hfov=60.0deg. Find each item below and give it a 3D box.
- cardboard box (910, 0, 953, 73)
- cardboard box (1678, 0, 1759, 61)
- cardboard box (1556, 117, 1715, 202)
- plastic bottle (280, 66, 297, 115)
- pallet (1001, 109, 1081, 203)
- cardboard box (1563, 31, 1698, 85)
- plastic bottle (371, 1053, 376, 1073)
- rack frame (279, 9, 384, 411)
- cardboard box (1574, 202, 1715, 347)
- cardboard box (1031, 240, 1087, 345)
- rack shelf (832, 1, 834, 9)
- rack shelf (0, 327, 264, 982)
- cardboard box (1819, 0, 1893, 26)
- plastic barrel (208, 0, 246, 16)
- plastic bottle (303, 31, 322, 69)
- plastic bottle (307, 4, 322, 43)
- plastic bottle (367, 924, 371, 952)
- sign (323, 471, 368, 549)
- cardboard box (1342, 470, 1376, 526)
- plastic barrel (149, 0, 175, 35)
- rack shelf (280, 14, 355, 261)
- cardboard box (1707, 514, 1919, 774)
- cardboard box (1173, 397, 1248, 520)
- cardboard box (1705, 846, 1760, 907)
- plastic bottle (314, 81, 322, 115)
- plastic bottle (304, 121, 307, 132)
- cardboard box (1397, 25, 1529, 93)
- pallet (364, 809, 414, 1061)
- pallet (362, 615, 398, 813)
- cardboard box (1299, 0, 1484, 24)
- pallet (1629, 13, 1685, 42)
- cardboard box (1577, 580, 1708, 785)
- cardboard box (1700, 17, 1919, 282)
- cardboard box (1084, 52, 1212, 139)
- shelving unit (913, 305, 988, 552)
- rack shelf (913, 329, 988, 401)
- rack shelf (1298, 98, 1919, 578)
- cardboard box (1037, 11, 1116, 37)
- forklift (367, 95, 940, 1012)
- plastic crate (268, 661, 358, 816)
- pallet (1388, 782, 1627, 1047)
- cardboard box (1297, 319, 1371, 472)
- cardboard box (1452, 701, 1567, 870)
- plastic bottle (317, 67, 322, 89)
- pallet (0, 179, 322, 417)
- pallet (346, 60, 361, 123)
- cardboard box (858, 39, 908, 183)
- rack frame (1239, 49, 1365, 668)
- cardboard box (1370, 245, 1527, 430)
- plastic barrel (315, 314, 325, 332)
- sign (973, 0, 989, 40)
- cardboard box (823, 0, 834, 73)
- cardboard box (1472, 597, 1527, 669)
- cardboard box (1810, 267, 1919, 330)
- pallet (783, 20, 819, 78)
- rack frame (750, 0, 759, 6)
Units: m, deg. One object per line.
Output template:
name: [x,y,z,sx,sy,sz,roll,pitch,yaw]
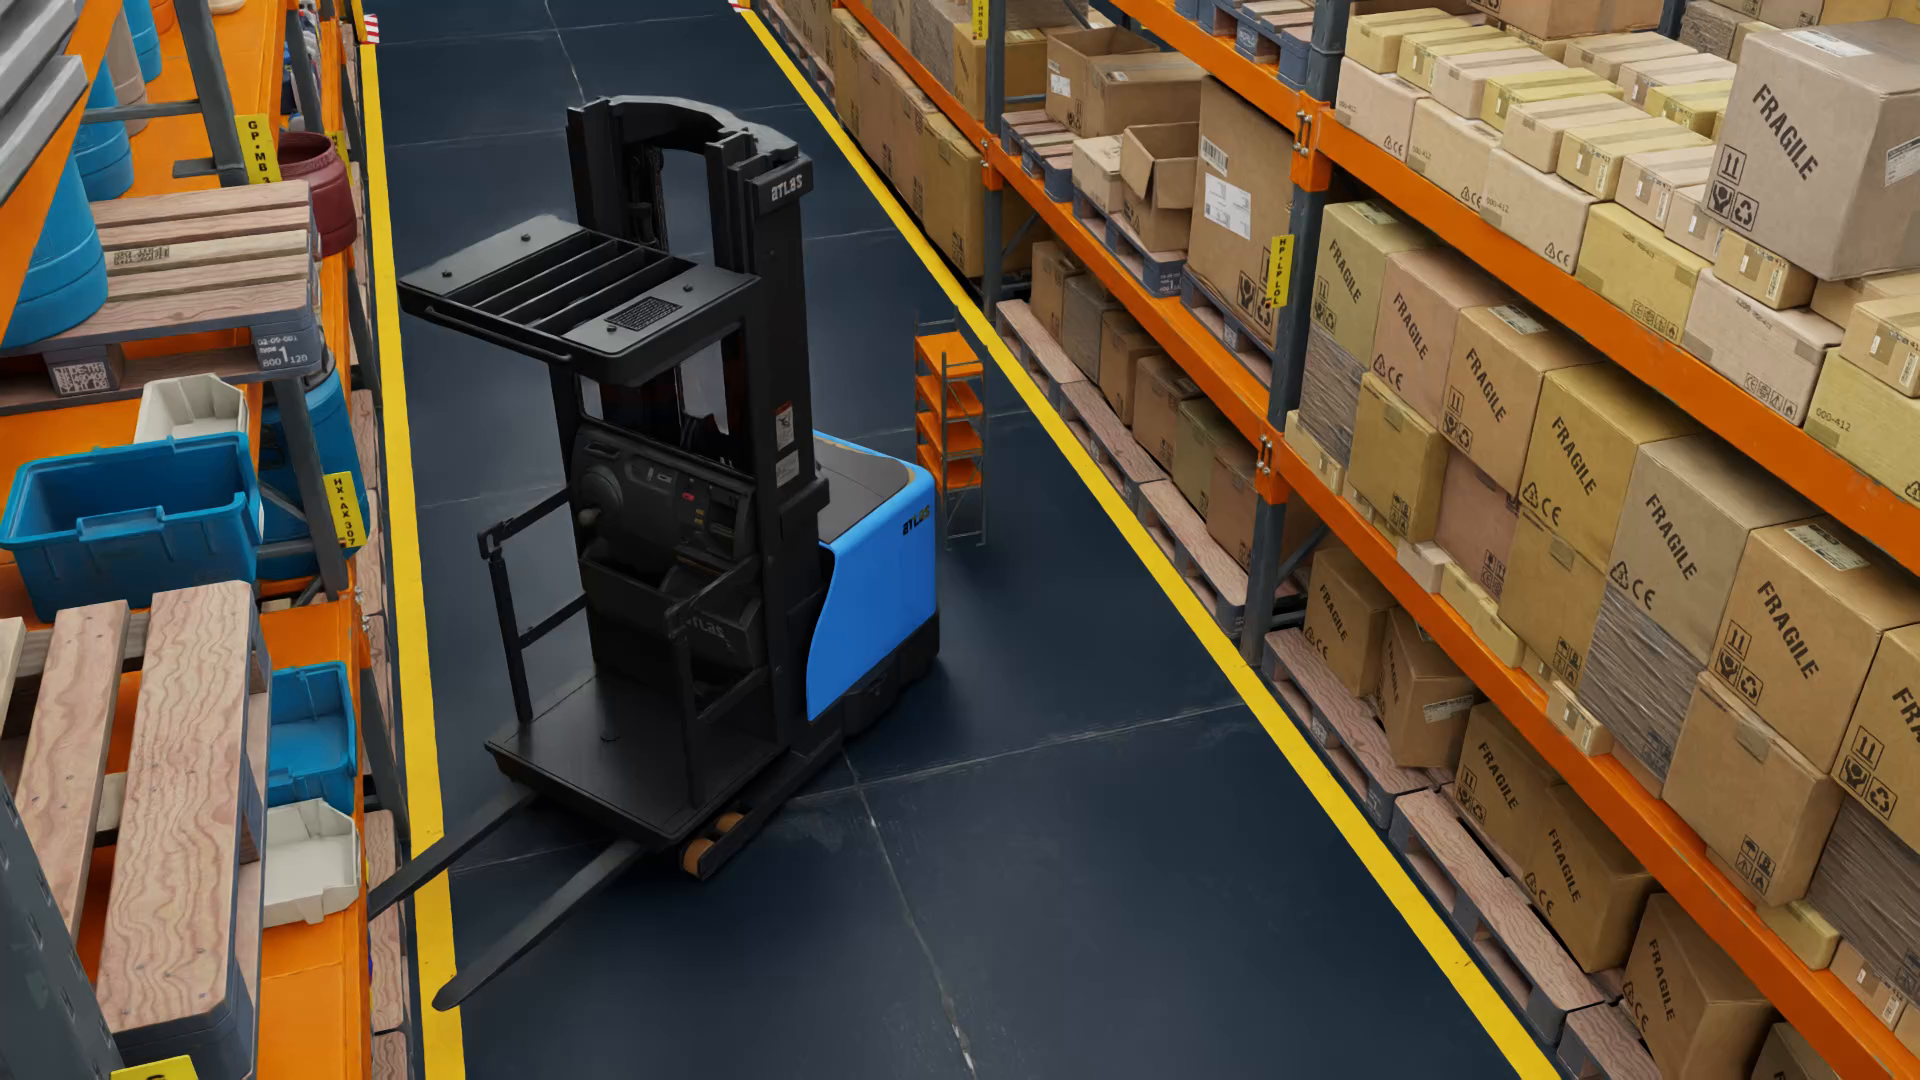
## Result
cardboard box: [-0.041,-3.636,11.761,0.500,0.500,0.500,-11,35,-16]
cardboard box: [5.288,-3.384,11.379,0.500,0.500,0.500,-10,35,-14]
cardboard box: [2.113,-1.196,5.213,0.380,0.149,0.250,-11,35,-16]
plastic bottle: [-4.459,-2.987,10.913,0.144,0.351,0.185,-10,35,-15]
pallet: [0.973,-2.406,10.164,1.213,0.211,1.003,-10,35,-15]
cardboard box: [2.402,-1.702,5.979,0.380,0.149,0.250,-12,35,-17]
plastic bottle: [-2.107,1.778,5.797,0.097,0.201,0.097,0,33,0]
rack frame: [-4.063,-2.009,9.389,1.000,3.000,0.127,-10,35,-15]
cardboard box: [2.243,-0.837,5.030,0.500,0.250,0.500,-11,35,-16]
cardboard box: [0.877,-1.634,10.690,0.700,0.500,0.500,-12,35,-17]
rack shelf: [-1.176,-5.692,15.615,1.077,0.370,4.000,-10,35,-15]
rack shelf: [-2.233,0.190,3.993,1.077,0.370,4.000,-10,35,-15]
cardboard box: [5.850,-3.310,10.361,0.700,0.500,0.500,-11,35,-15]
plastic barrel: [-3.453,-2.575,7.650,0.301,0.262,0.301,0,33,0]
plastic bottle: [-4.590,-3.448,11.680,0.152,0.276,0.135,-10,35,-15]
plastic bottle: [-4.741,-3.794,12.197,0.061,0.283,0.133,-10,35,-15]
plastic bottle: [-2.313,1.403,6.229,0.144,0.351,0.185,-12,35,-17]
sign: [-2.316,-0.111,6.266,0.100,0.325,0.005,-10,35,-15]
cardboard box: [1.820,-0.214,6.900,0.380,0.149,0.250,-10,35,-15]
plastic barrel: [-3.820,-2.629,7.217,0.600,0.830,0.708,-10,35,-15]
rack shelf: [-4.673,-2.759,11.177,1.077,0.370,4.000,-10,35,-15]
cardboard box: [2.533,0.266,4.678,0.500,0.500,0.500,-10,35,-15]
cardboard box: [1.580,-0.462,8.917,0.700,0.500,0.500,-10,35,-15]
cardboard box: [2.548,0.960,5.124,0.380,0.149,0.250,-10,35,-15]
plastic bottle: [-4.249,-2.909,10.868,0.097,0.271,0.097,0,33,0]
plastic bottle: [-3.944,-2.422,10.120,0.061,0.283,0.133,-10,35,-15]
cardboard box: [1.826,-1.747,6.045,0.380,0.149,0.250,-12,35,-17]
pallet: [-2.678,1.614,6.436,1.003,0.211,1.213,-10,35,-15]
pallet: [-3.119,0.848,7.594,1.003,0.211,1.213,-10,35,-15]
cardboard box: [1.825,-2.475,6.899,0.797,0.503,0.637,-12,35,-17]
pallet: [5.090,-3.899,12.424,1.213,0.211,1.003,-10,35,-15]
cardboard box: [2.574,0.387,5.403,0.875,0.500,0.500,-10,35,-15]
cardboard box: [2.380,-1.039,4.386,0.500,0.500,0.500,-10,35,-15]
cardboard box: [1.122,-2.506,9.670,0.700,0.500,0.500,-5,34,-8]
shelving unit: [-0.050,-0.587,8.870,0.258,1.200,0.503,-10,35,-15]
rack shelf: [-0.050,-0.915,8.654,0.258,0.148,0.480,-10,35,-15]
rack shelf: [2.484,-0.643,5.254,1.077,0.370,4.000,-10,35,-15]
cardboard box: [0.765,-3.185,11.078,0.500,0.500,0.500,-9,35,-13]
forklift: [-1.332,-0.114,6.583,1.130,2.935,3.031,20,38,27]
plastic crate: [-2.247,0.688,5.442,0.499,0.251,0.616,-10,35,-15]
pallet: [2.488,1.410,6.745,1.003,0.211,1.213,-10,35,-15]
cardboard box: [1.952,-0.661,6.989,0.875,0.500,0.500,-10,35,-15]
cardboard box: [2.404,0.955,6.791,0.500,0.500,0.500,-13,36,-19]
plastic bottle: [-4.417,-3.169,11.324,0.097,0.201,0.097,0,33,0]
pallet: [-2.530,-0.719,4.888,1.213,0.211,1.003,-10,35,-15]
pallet: [-5.920,-3.967,14.882,1.003,0.211,1.213,-10,35,-15]
cardboard box: [-0.079,-3.429,13.085,1.225,0.875,0.875,-11,35,-16]
rack frame: [1.874,-0.742,7.472,1.000,3.000,0.127,-10,35,-15]
cardboard box: [1.923,-0.784,6.267,0.500,0.500,0.500,-10,35,-15]
plastic barrel: [-3.282,-1.117,7.916,0.433,0.535,0.433,0,33,0]
sign: [0.126,-3.230,10.187,0.100,0.325,0.005,-10,35,-15]
cardboard box: [-0.691,-4.591,14.843,0.875,0.875,0.875,-10,35,-15]
cardboard box: [2.123,0.311,6.105,0.380,0.149,0.250,-10,35,-15]
cardboard box: [2.501,-0.651,4.387,0.380,0.149,0.250,-10,35,-14]
pallet: [-1.099,-4.833,16.192,1.003,0.211,1.213,-10,35,-15]
rack frame: [-1.786,-7.042,17.006,1.000,3.000,0.127,-10,35,-15]
